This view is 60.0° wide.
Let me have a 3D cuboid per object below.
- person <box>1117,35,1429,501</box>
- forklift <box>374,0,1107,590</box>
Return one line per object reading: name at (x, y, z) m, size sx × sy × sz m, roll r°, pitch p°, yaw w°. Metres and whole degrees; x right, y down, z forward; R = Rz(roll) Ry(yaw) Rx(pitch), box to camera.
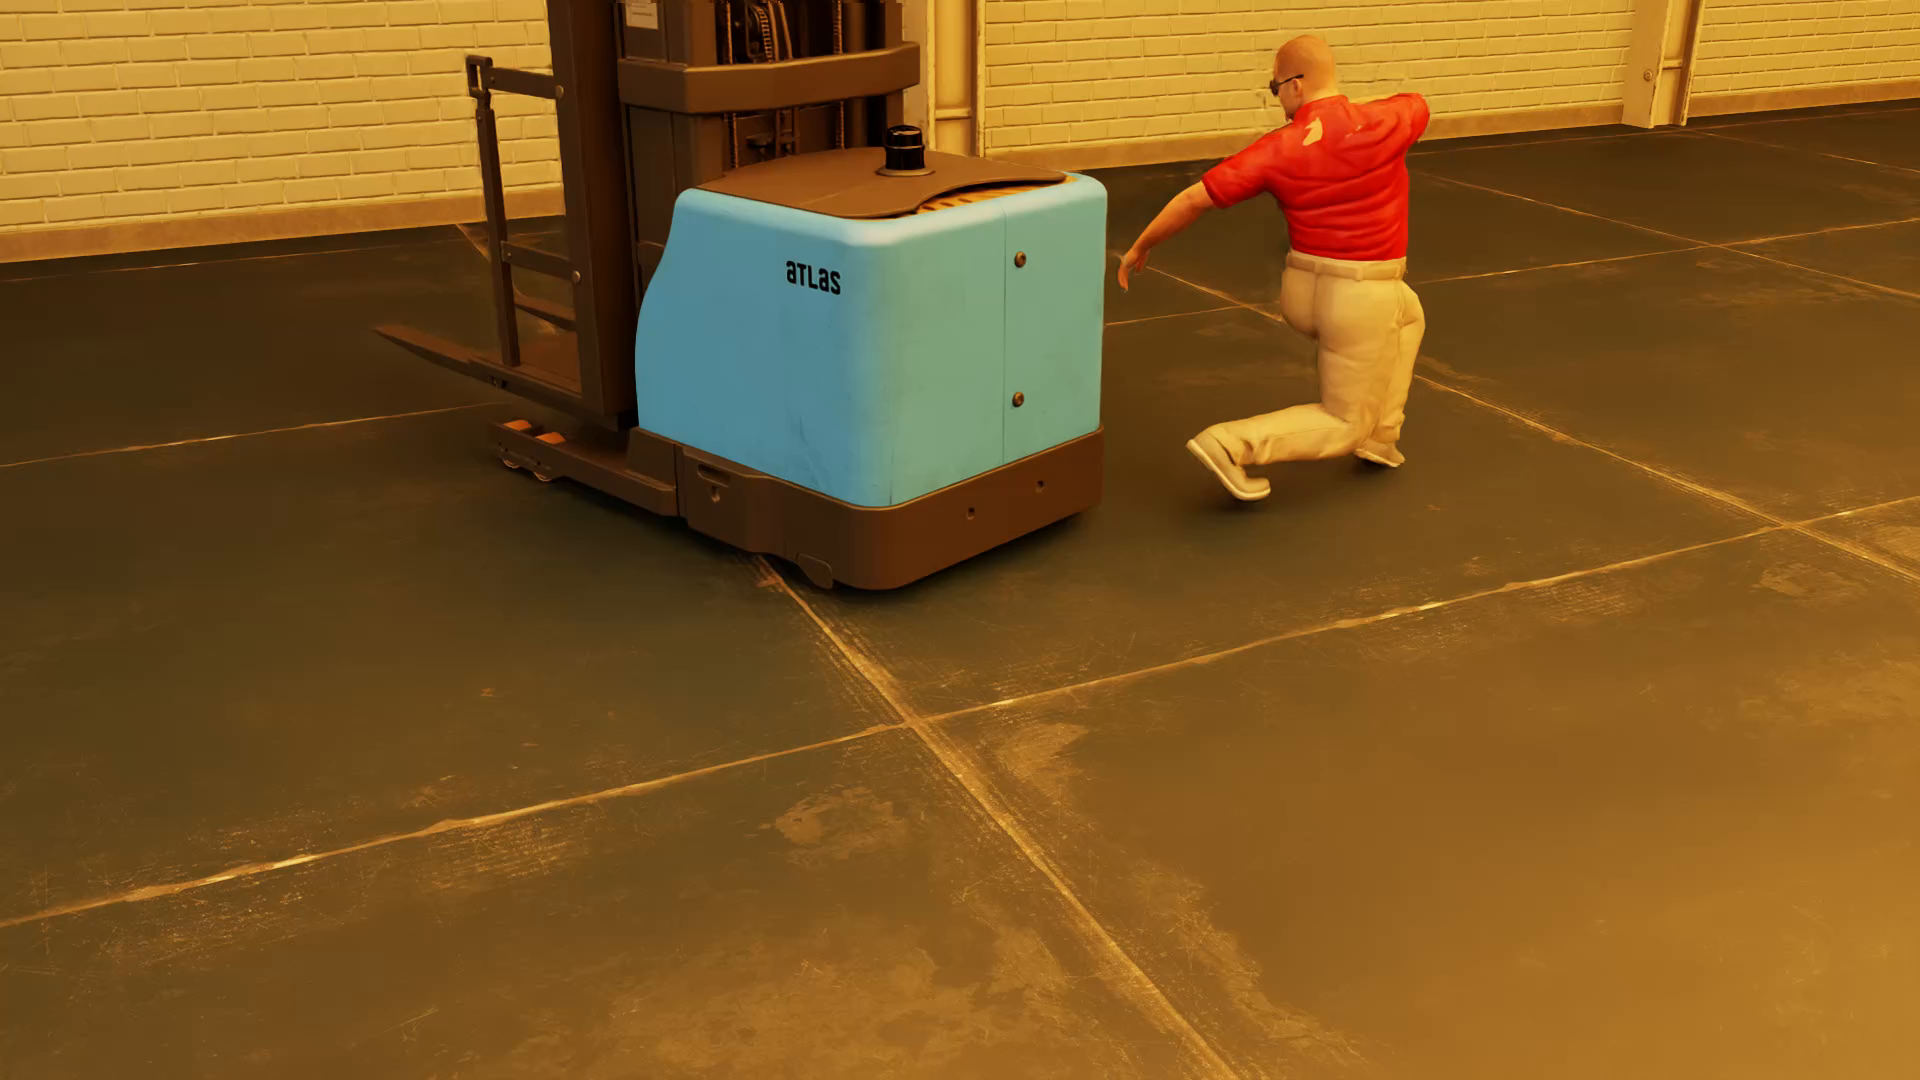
person at (1.064, -0.875, 5.386) m, size 0.975 × 1.483 × 0.812 m, roll -18°, pitch 29°, yaw -37°
forklift at (-0.971, -1.675, 5.319) m, size 3.031 × 2.935 × 1.130 m, roll 20°, pitch 30°, yaw 39°
